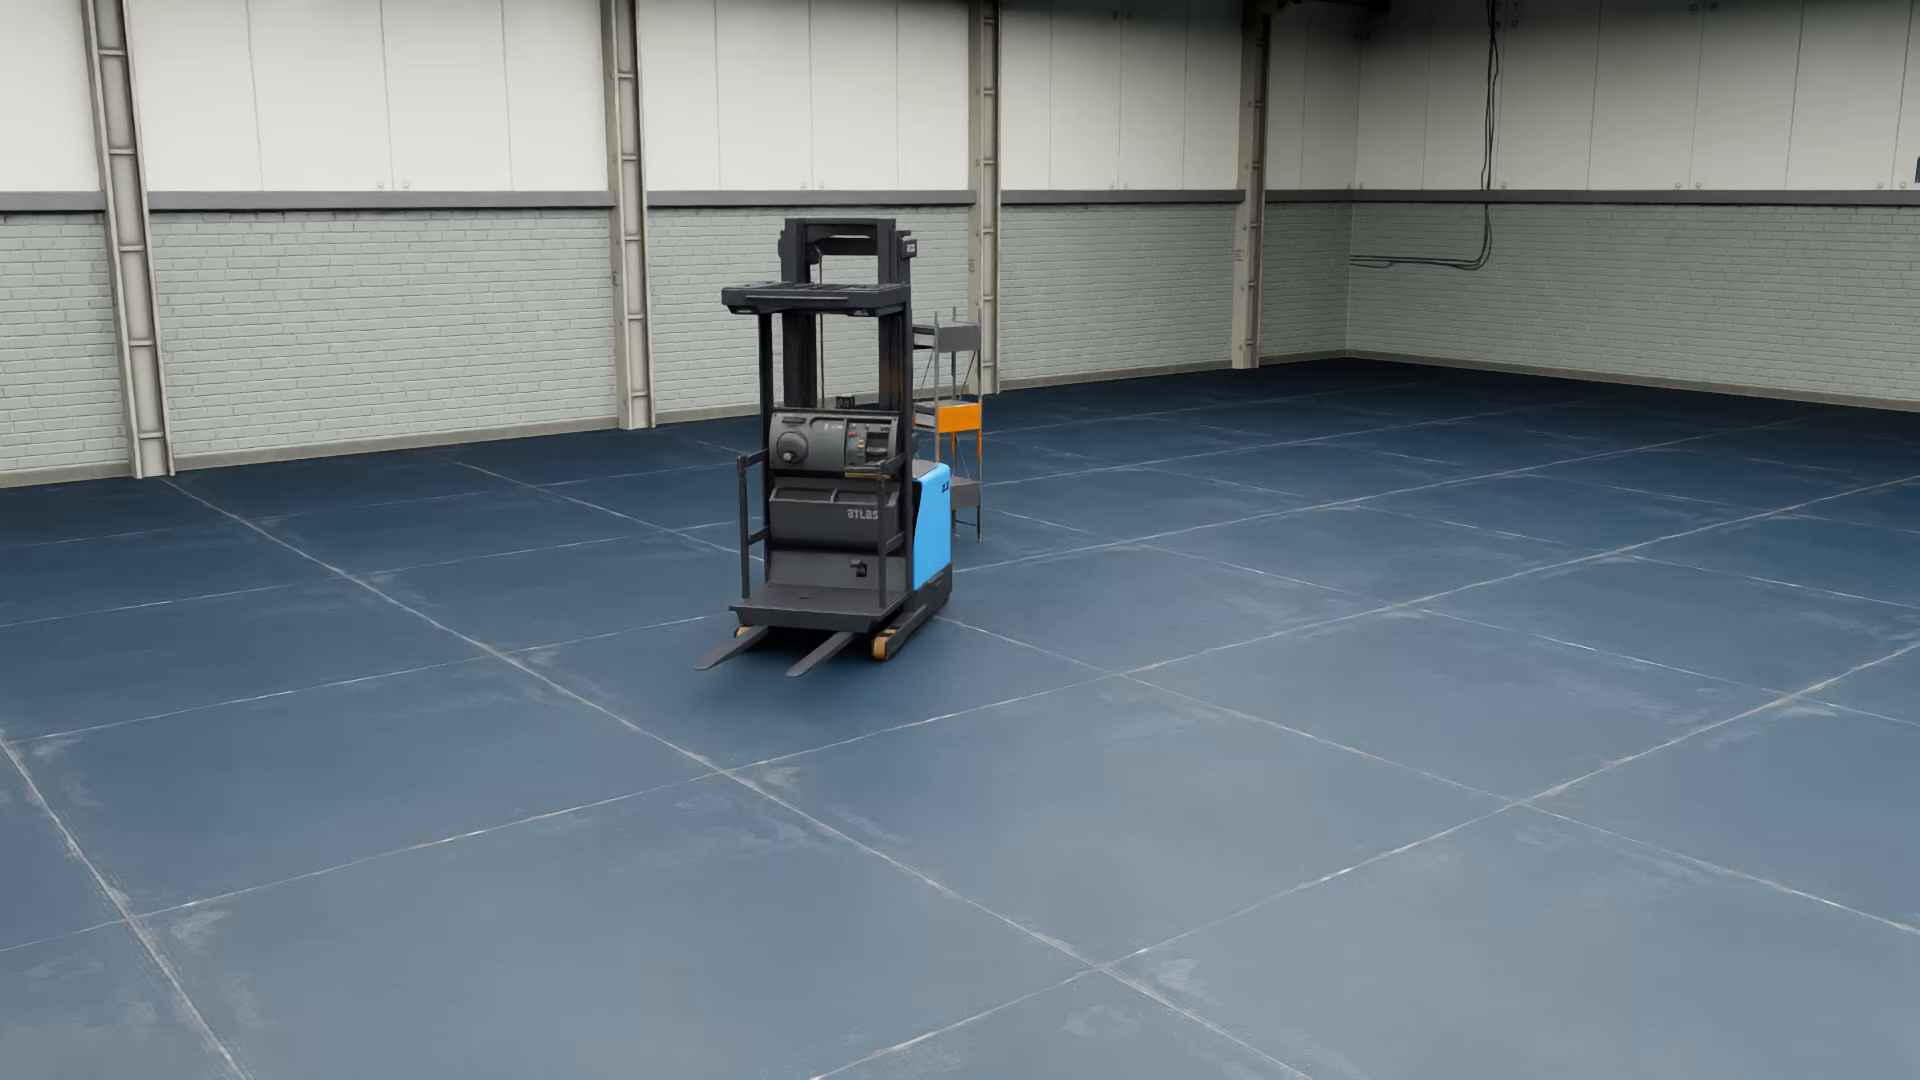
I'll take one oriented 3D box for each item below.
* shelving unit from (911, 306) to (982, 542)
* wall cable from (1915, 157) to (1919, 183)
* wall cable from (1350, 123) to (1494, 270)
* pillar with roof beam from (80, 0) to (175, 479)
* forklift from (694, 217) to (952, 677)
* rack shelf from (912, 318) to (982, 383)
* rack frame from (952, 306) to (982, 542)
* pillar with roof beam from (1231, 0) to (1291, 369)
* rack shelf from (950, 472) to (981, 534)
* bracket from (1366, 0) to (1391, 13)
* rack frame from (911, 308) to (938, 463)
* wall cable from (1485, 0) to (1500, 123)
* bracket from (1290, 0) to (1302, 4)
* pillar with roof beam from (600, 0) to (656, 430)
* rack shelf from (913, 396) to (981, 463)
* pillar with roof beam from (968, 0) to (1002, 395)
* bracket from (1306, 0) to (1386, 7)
[{"bbox_3d":[-0.129,-1.006,14.810,0.503,2.100,0.431,-9,15,-38],"label":"shelving unit"},{"bbox_3d":[14.102,-7.750,21.776,0.169,6.003,2.305,-9,15,-38],"label":"wall cable"},{"bbox_3d":[8.183,-6.110,29.713,0.112,2.526,3.097,-9,15,-38],"label":"wall cable"},{"bbox_3d":[-6.309,-4.427,14.312,0.400,9.000,9.100,-9,15,-38],"label":"pillar with roof beam"},{"bbox_3d":[-0.934,-0.705,11.393,1.130,2.935,3.031,3,12,15],"label":"forklift"},{"bbox_3d":[-0.129,-1.677,14.667,0.480,0.518,0.431,-9,15,-38],"label":"rack shelf"},{"bbox_3d":[0.061,-1.037,14.959,0.015,2.100,0.400,-9,15,-38],"label":"rack frame"},{"bbox_3d":[7.746,-6.763,25.312,0.548,9.000,9.100,-9,15,-38],"label":"pillar with roof beam"},{"bbox_3d":[-0.129,-0.308,14.958,0.480,0.518,0.431,-9,15,-38],"label":"rack shelf"},{"bbox_3d":[7.453,-9.525,29.657,0.430,0.232,0.235,-9,15,-38],"label":"bracket"},{"bbox_3d":[-0.320,-0.974,14.660,0.015,2.100,0.400,-9,15,-38],"label":"rack frame"},{"bbox_3d":[9.873,-8.141,27.122,0.112,2.526,3.097,-9,15,-38],"label":"wall cable"},{"bbox_3d":[5.603,-9.218,28.209,0.430,0.232,0.235,-9,15,-38],"label":"bracket"},{"bbox_3d":[-1.624,-5.206,17.979,0.400,9.000,9.100,-9,15,-38],"label":"pillar with roof beam"},{"bbox_3d":[-0.129,-0.992,14.812,0.480,0.518,0.431,-9,15,-38],"label":"rack shelf"},{"bbox_3d":[3.061,-5.984,21.645,0.400,9.000,9.100,-9,15,-38],"label":"pillar with roof beam"},{"bbox_3d":[6.992,-9.449,29.296,3.189,0.066,0.076,-9,15,-38],"label":"bracket"}]
